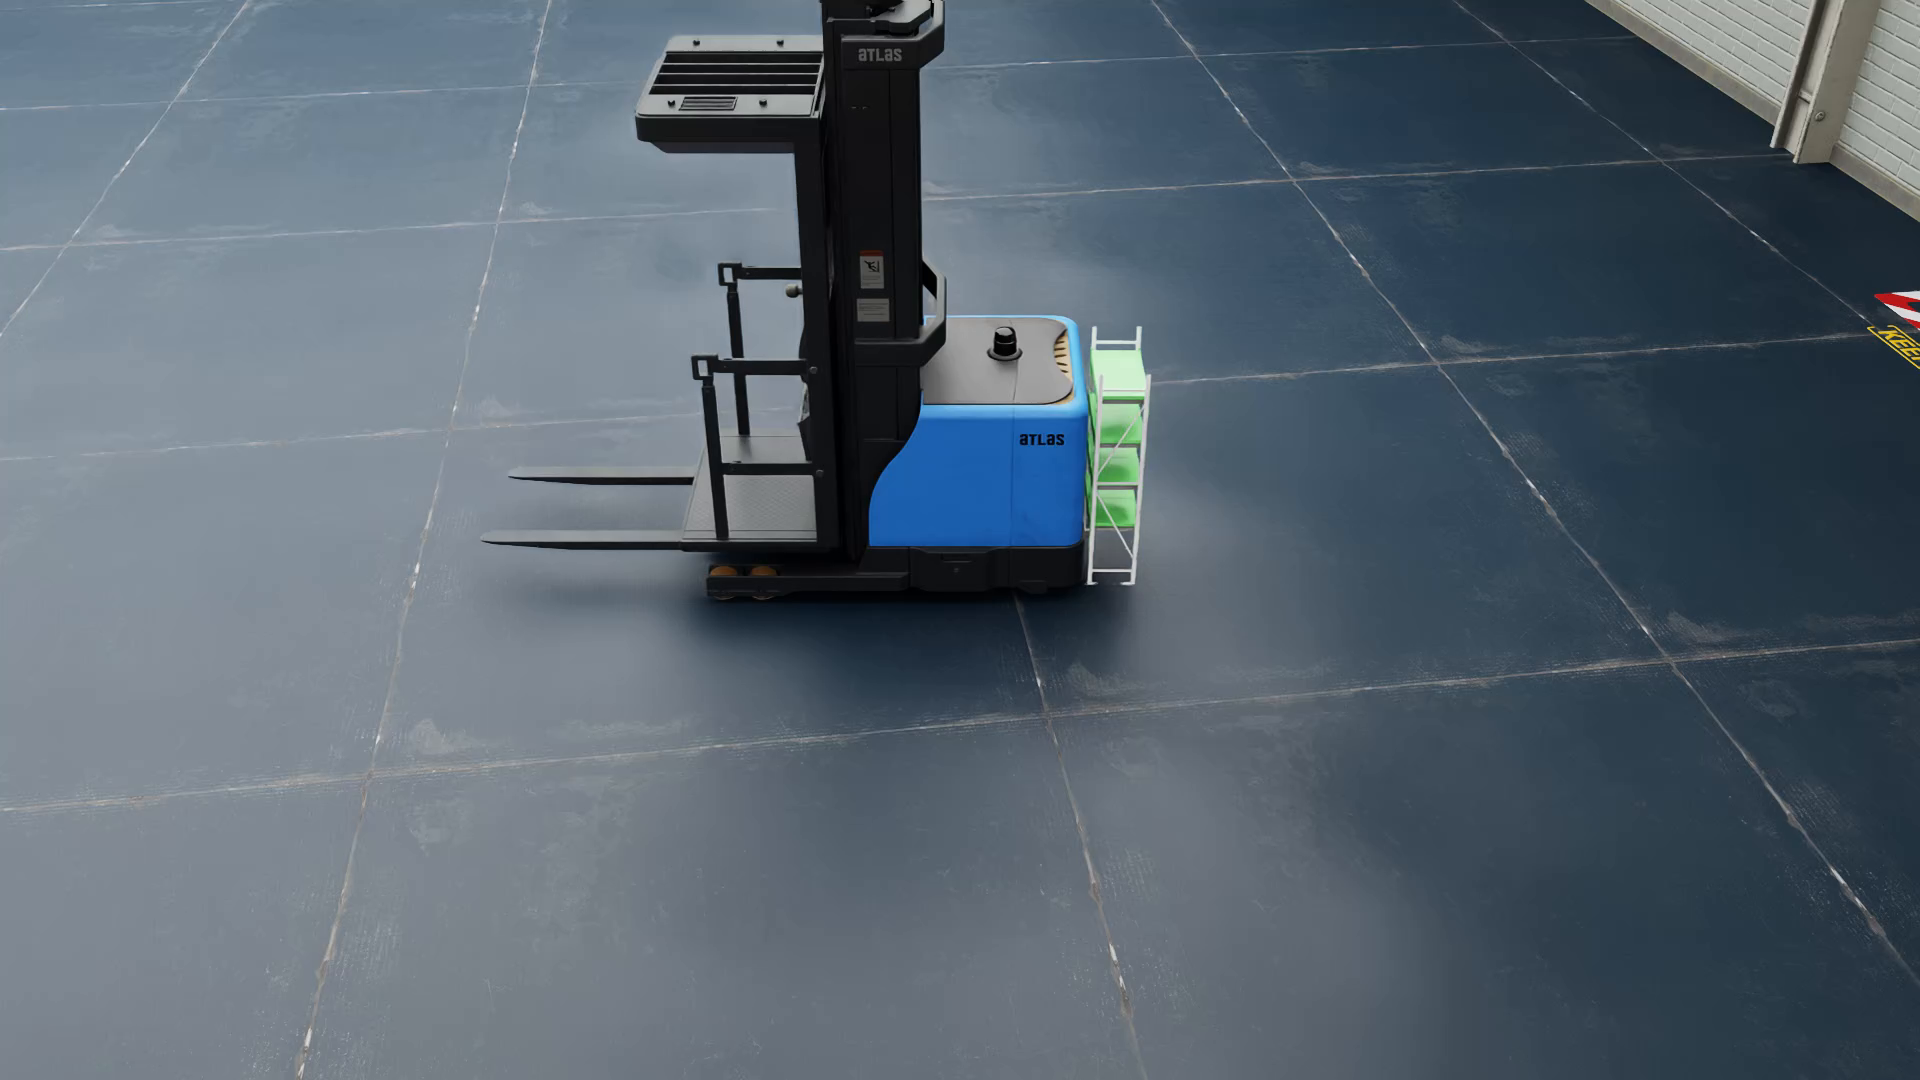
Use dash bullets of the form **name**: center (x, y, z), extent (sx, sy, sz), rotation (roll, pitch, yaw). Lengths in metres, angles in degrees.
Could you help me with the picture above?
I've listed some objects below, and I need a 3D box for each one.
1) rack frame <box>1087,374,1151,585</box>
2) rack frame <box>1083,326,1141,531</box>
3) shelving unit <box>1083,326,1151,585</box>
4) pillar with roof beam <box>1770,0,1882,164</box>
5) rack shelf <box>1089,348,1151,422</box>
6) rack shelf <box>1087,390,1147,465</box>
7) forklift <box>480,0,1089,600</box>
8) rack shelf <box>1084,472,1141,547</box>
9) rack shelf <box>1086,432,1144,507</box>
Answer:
- **rack frame**: center (0.766, -0.273, 8.084), extent (0.240, 1.200, 0.015), rotation (0, 34, 0)
- **rack frame**: center (0.767, -0.548, 8.487), extent (0.240, 1.200, 0.015), rotation (0, 34, 0)
- **shelving unit**: center (0.767, -0.410, 8.286), extent (0.258, 1.200, 0.503), rotation (0, 34, 0)
- **pillar with roof beam**: center (2.449, -6.480, 10.268), extent (9.100, 9.000, 0.400), rotation (-4, 35, -6)
- **rack shelf**: center (0.768, -0.754, 8.051), extent (0.258, 0.148, 0.480), rotation (0, 34, 0)
- **rack shelf**: center (0.767, -0.556, 8.186), extent (0.258, 0.148, 0.480), rotation (0, 34, 0)
- **forklift**: center (-0.897, -1.212, 7.926), extent (3.031, 2.935, 1.130), rotation (0, 34, 0)
- **rack shelf**: center (0.766, -0.159, 8.457), extent (0.258, 0.148, 0.480), rotation (0, 34, 0)
- **rack shelf**: center (0.766, -0.357, 8.322), extent (0.258, 0.148, 0.480), rotation (0, 34, 0)
